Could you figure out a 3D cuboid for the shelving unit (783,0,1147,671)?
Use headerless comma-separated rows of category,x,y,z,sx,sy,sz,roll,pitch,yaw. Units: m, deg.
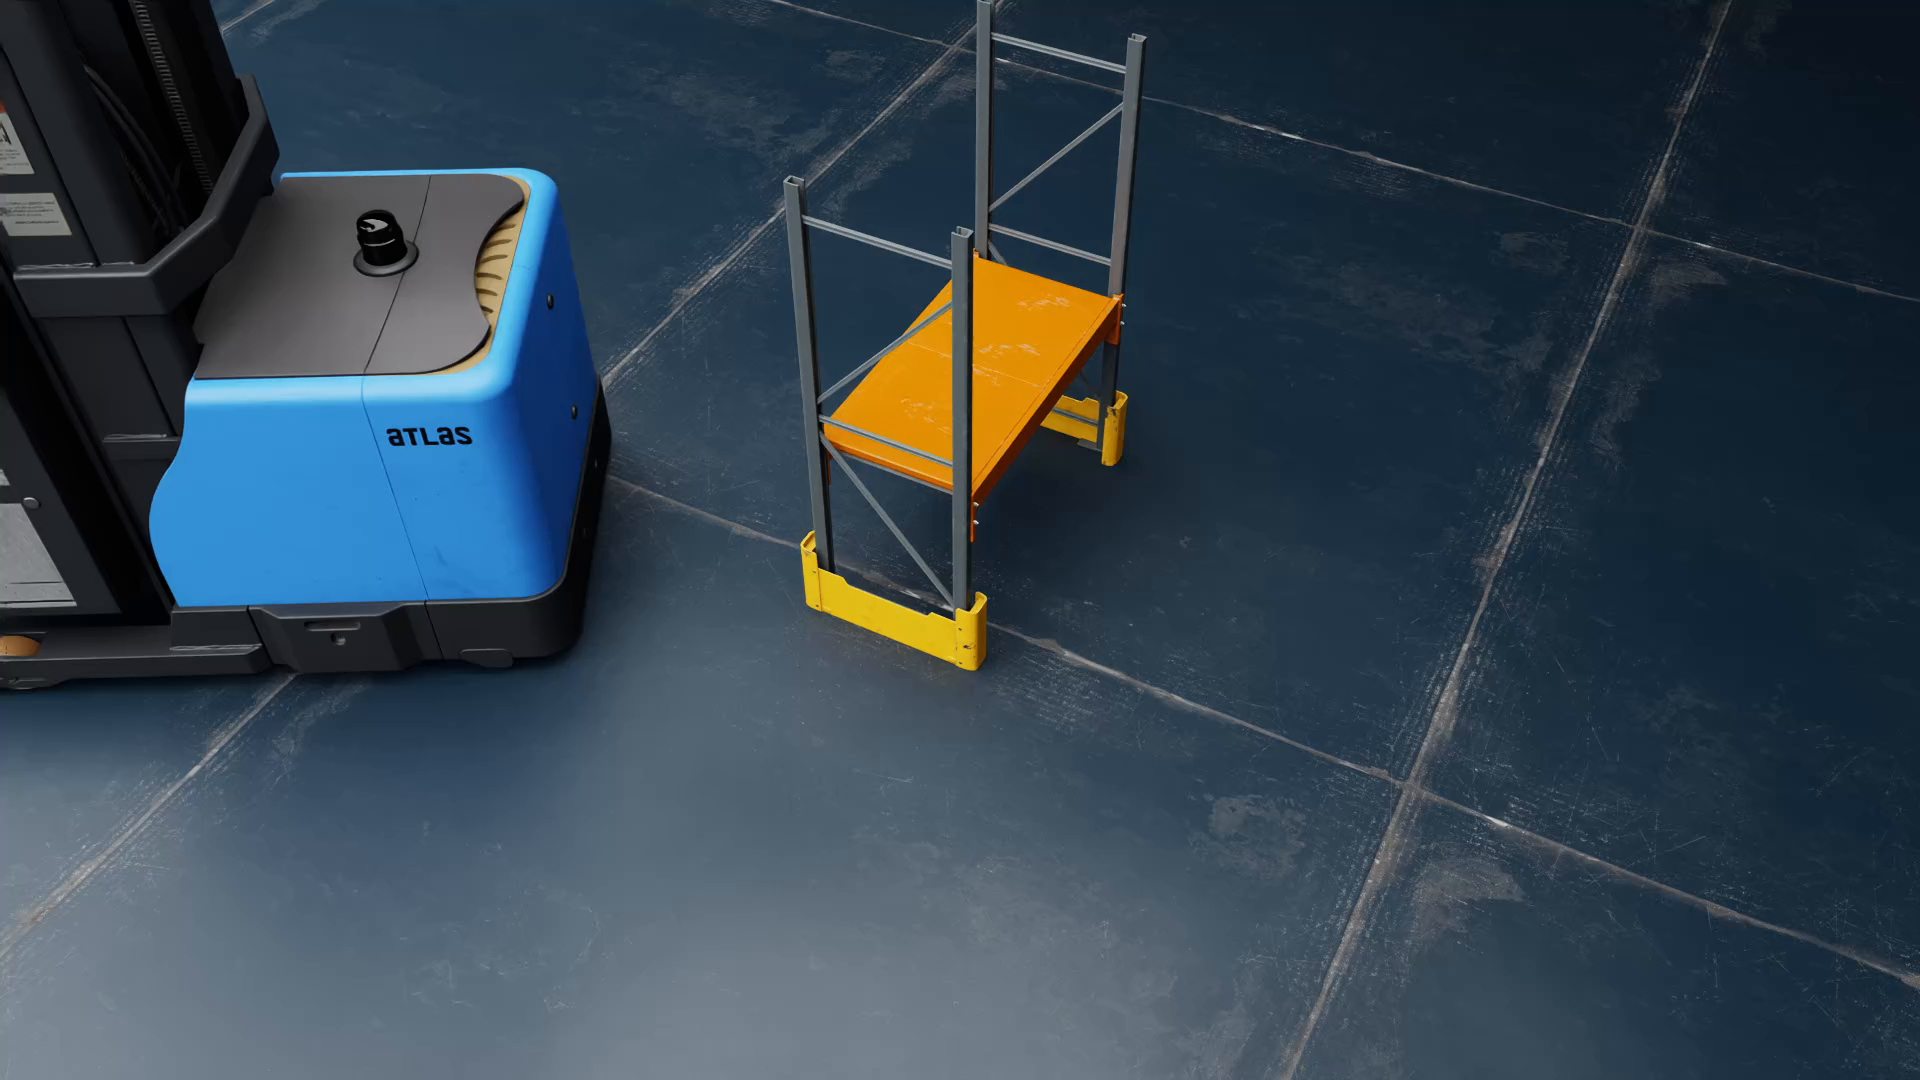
shelving unit,0.035,-0.575,4.764,0.587,1.500,1.083,20,49,19

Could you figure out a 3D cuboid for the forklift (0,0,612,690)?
forklift,-2.646,-0.977,4.155,3.031,2.935,1.130,-2,45,-1

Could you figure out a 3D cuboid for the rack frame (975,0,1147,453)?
rack frame,0.276,-0.901,5.086,0.500,1.500,0.032,20,49,19

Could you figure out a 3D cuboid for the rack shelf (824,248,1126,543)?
rack shelf,0.040,-0.455,4.898,0.538,0.185,1.000,20,49,19

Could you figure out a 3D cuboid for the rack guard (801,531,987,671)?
rack guard,-0.196,0.178,4.898,0.587,0.250,0.087,20,49,19

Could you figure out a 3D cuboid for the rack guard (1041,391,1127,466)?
rack guard,0.267,-0.450,5.519,0.587,0.250,0.087,20,49,19

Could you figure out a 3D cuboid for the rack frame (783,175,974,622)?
rack frame,-0.196,-0.261,4.453,0.500,1.500,0.032,20,49,19
